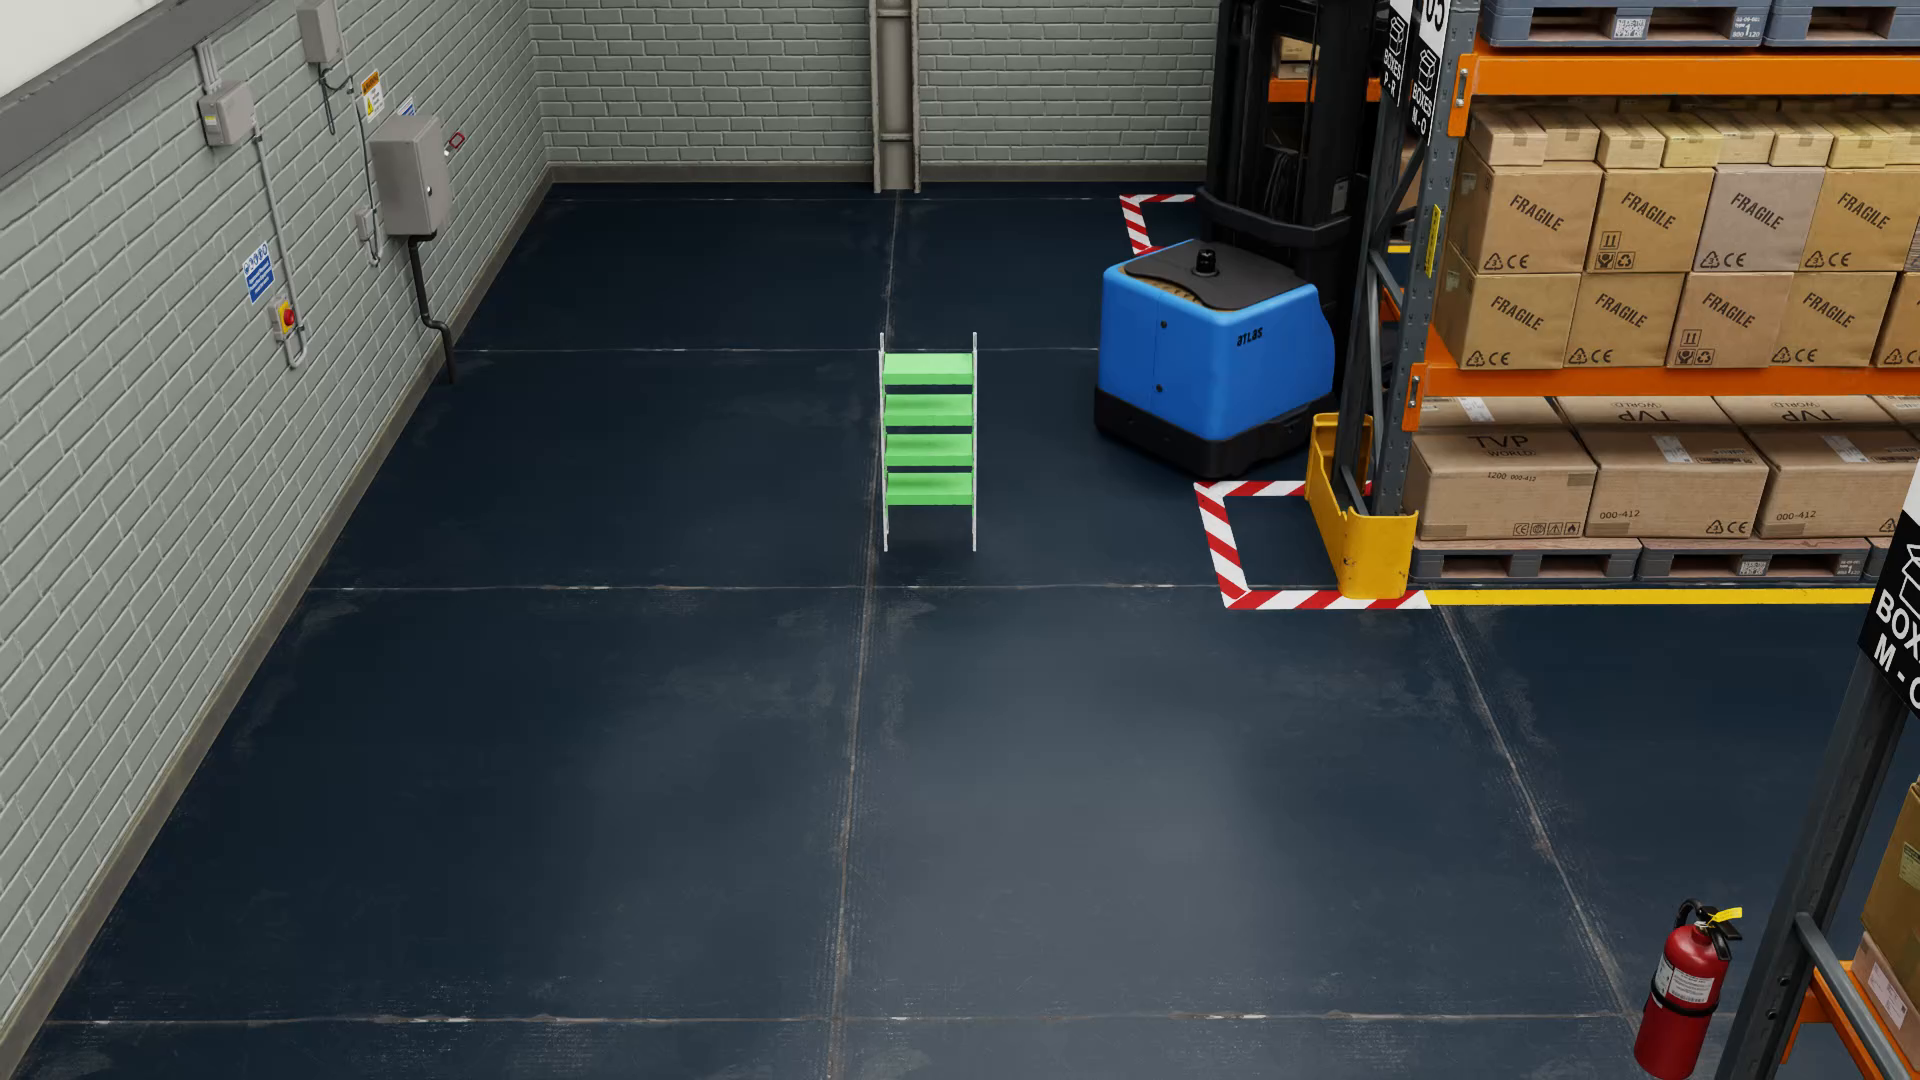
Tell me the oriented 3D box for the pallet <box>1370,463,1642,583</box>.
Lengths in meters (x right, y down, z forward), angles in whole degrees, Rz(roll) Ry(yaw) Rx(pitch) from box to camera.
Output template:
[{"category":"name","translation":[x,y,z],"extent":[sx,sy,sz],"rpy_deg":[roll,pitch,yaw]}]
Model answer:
[{"category":"pallet","translation":[3.000,-0.125,9.252],"extent":[1.213,0.211,1.003],"rpy_deg":[0,31,0]}]

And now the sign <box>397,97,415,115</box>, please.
[{"category":"sign","translation":[-3.514,-2.549,10.652],"extent":[0.001,0.494,0.329],"rpy_deg":[0,31,0]}]

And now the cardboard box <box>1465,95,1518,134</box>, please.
[{"category":"cardboard box","translation":[2.559,-2.127,8.178],"extent":[0.250,0.149,0.380],"rpy_deg":[0,31,0]}]

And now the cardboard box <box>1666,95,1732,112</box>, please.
[{"category":"cardboard box","translation":[3.584,-2.128,8.180],"extent":[0.250,0.149,0.380],"rpy_deg":[0,31,-1]}]

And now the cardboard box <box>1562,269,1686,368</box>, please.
[{"category":"cardboard box","translation":[3.189,-1.185,8.216],"extent":[0.500,0.500,0.500],"rpy_deg":[-1,31,-1]}]

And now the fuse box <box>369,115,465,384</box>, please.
[{"category":"fuse box","translation":[-3.304,-1.784,10.540],"extent":[0.414,1.711,0.539],"rpy_deg":[0,31,0]}]

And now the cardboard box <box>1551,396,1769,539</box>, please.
[{"category":"cardboard box","translation":[3.776,-0.419,9.115],"extent":[0.875,0.438,0.875],"rpy_deg":[1,31,1]}]

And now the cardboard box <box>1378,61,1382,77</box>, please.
[{"category":"cardboard box","translation":[3.268,-3.613,12.555],"extent":[0.250,0.149,0.380],"rpy_deg":[1,31,1]}]

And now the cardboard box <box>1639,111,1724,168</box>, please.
[{"category":"cardboard box","translation":[3.343,-1.868,7.752],"extent":[0.250,0.149,0.380],"rpy_deg":[-1,31,-2]}]

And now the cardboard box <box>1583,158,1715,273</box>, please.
[{"category":"cardboard box","translation":[3.199,-1.603,7.940],"extent":[0.500,0.500,0.500],"rpy_deg":[-1,31,-2]}]

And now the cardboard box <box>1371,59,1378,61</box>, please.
[{"category":"cardboard box","translation":[3.127,-3.775,12.438],"extent":[0.500,0.250,0.500],"rpy_deg":[0,31,0]}]

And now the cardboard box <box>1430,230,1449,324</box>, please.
[{"category":"cardboard box","translation":[2.682,-1.456,8.661],"extent":[0.500,0.500,0.500],"rpy_deg":[0,31,0]}]

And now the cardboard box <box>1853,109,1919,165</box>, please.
[{"category":"cardboard box","translation":[4.371,-1.888,7.785],"extent":[0.250,0.149,0.380],"rpy_deg":[0,31,0]}]

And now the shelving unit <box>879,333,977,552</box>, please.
[{"category":"shelving unit","translation":[-0.166,-0.512,8.938],"extent":[0.503,1.200,0.258],"rpy_deg":[0,31,0]}]

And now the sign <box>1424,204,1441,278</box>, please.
[{"category":"sign","translation":[2.199,-1.390,7.739],"extent":[0.005,0.325,0.100],"rpy_deg":[0,31,0]}]

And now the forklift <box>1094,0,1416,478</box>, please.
[{"category":"forklift","translation":[2.280,-2.246,10.126],"extent":[3.031,2.935,1.130],"rpy_deg":[-24,39,-34]}]

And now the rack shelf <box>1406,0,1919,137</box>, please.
[{"category":"rack shelf","translation":[4.201,-2.255,7.877],"extent":[4.000,0.370,1.077],"rpy_deg":[0,31,0]}]

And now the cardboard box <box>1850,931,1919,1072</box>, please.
[{"category":"cardboard box","translation":[2.656,1.253,4.535],"extent":[0.250,0.149,0.380],"rpy_deg":[0,31,0]}]

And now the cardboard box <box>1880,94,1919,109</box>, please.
[{"category":"cardboard box","translation":[4.607,-2.138,8.196],"extent":[0.250,0.149,0.380],"rpy_deg":[0,31,0]}]

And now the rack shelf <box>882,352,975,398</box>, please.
[{"category":"rack shelf","translation":[-0.166,-0.868,8.722],"extent":[0.480,0.148,0.258],"rpy_deg":[0,31,0]}]

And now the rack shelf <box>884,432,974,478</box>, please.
[{"category":"rack shelf","translation":[-0.166,-0.458,8.971],"extent":[0.480,0.148,0.258],"rpy_deg":[0,31,0]}]

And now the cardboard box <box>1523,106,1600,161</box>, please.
[{"category":"cardboard box","translation":[2.819,-1.917,7.832],"extent":[0.250,0.149,0.380],"rpy_deg":[1,31,1]}]

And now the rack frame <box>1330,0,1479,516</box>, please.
[{"category":"rack frame","translation":[2.201,-1.274,8.458],"extent":[0.127,3.000,1.000],"rpy_deg":[0,31,0]}]

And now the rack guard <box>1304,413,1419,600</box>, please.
[{"category":"rack guard","translation":[2.177,-0.205,9.106],"extent":[0.348,0.500,1.175],"rpy_deg":[0,31,0]}]

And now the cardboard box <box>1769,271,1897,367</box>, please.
[{"category":"cardboard box","translation":[4.198,-1.188,8.220],"extent":[0.500,0.500,0.500],"rpy_deg":[1,31,1]}]

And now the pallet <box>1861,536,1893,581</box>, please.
[{"category":"pallet","translation":[5.440,-0.133,9.265],"extent":[1.213,0.211,1.003],"rpy_deg":[0,31,0]}]

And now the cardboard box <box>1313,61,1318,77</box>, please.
[{"category":"cardboard box","translation":[2.752,-3.625,12.575],"extent":[0.250,0.149,0.380],"rpy_deg":[1,31,1]}]

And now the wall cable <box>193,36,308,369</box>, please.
[{"category":"wall cable","translation":[-3.437,-1.692,8.137],"extent":[0.123,1.953,0.585],"rpy_deg":[0,31,0]}]

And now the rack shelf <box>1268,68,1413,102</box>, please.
[{"category":"rack shelf","translation":[4.167,-3.547,12.899],"extent":[4.000,0.370,1.077],"rpy_deg":[0,31,0]}]

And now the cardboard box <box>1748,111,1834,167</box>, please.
[{"category":"cardboard box","translation":[3.855,-1.876,7.764],"extent":[0.250,0.149,0.380],"rpy_deg":[0,31,0]}]

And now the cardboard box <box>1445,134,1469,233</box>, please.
[{"category":"cardboard box","translation":[2.682,-1.869,8.379],"extent":[0.500,0.500,0.500],"rpy_deg":[1,31,1]}]

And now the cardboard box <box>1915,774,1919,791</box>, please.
[{"category":"cardboard box","translation":[2.788,0.565,4.079],"extent":[0.500,0.500,0.500],"rpy_deg":[-1,31,-1]}]

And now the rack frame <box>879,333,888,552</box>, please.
[{"category":"rack frame","translation":[-0.410,-0.512,8.937],"extent":[0.015,1.200,0.240],"rpy_deg":[0,31,0]}]

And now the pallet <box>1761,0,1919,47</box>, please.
[{"category":"pallet","translation":[4.166,-2.532,7.725],"extent":[1.213,0.211,1.003],"rpy_deg":[0,31,0]}]

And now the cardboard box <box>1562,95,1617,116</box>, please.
[{"category":"cardboard box","translation":[3.070,-2.184,8.273],"extent":[0.250,0.149,0.380],"rpy_deg":[0,31,-1]}]

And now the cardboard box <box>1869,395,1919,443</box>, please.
[{"category":"cardboard box","translation":[5.573,-0.424,9.123],"extent":[0.875,0.438,0.875],"rpy_deg":[-1,31,-1]}]

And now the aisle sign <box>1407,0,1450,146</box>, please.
[{"category":"aisle sign","translation":[2.131,-2.235,7.535],"extent":[0.004,0.787,0.394],"rpy_deg":[0,31,0]}]

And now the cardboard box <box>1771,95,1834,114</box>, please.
[{"category":"cardboard box","translation":[4.097,-2.150,8.216],"extent":[0.250,0.149,0.380],"rpy_deg":[1,31,1]}]

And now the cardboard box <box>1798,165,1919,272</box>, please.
[{"category":"cardboard box","translation":[4.213,-1.611,7.953],"extent":[0.500,0.500,0.500],"rpy_deg":[0,31,0]}]

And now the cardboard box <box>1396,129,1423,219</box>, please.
[{"category":"cardboard box","translation":[3.635,-2.895,13.134],"extent":[0.500,0.500,0.700],"rpy_deg":[1,31,2]}]
